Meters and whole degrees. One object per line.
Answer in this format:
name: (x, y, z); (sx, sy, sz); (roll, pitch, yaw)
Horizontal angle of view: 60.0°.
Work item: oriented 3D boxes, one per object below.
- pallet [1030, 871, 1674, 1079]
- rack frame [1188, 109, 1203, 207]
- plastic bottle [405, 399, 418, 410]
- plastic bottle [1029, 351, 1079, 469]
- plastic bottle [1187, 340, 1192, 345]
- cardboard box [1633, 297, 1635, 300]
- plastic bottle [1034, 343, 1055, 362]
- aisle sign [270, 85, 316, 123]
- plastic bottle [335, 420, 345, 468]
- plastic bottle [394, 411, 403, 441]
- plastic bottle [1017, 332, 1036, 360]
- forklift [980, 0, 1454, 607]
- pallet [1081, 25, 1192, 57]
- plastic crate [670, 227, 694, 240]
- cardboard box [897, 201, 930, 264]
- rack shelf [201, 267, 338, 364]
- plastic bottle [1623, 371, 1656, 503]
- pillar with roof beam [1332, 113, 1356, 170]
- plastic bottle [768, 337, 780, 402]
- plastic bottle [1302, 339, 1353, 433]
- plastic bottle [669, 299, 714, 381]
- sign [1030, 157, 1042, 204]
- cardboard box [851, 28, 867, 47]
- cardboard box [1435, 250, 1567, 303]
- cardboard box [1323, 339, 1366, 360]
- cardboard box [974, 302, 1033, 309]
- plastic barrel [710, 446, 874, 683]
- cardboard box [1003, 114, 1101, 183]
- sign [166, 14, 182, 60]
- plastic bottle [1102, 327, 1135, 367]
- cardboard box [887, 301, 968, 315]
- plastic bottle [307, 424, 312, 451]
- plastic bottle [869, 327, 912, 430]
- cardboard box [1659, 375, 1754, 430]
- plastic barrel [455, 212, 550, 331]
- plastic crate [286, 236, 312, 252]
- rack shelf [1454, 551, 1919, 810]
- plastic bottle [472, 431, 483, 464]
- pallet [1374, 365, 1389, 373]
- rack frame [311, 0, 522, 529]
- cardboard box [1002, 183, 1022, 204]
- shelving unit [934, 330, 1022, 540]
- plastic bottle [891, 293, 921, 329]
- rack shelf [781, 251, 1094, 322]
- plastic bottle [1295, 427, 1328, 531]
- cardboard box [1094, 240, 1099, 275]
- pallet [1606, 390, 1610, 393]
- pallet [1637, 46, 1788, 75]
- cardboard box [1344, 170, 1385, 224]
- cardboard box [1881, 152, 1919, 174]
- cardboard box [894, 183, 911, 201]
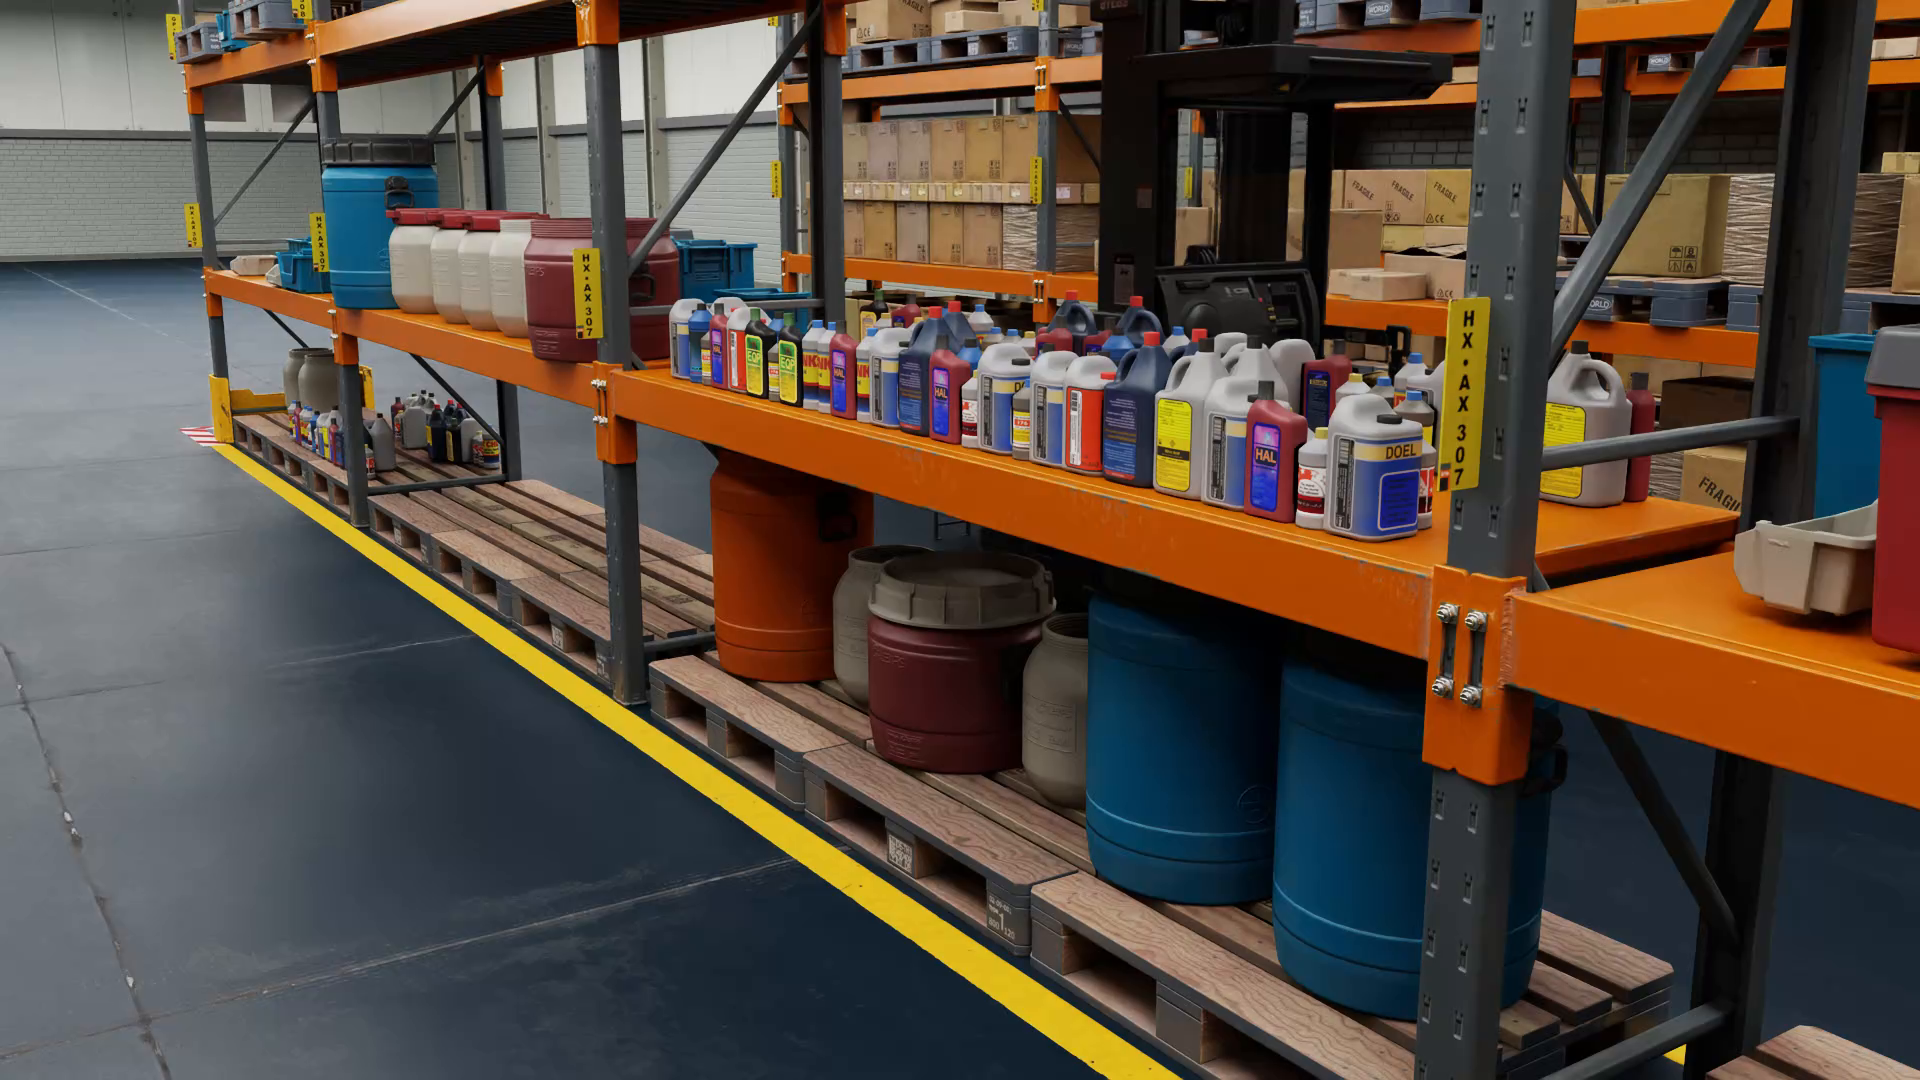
pallet: (0.919, 1.045, 4.089); (1.003, 0.211, 1.213); (-8, 15, -33)
rack frame: (2.911, -3.482, 18.262); (1.000, 3.000, 0.127); (-8, 15, -33)
plastic bottle: (-3.761, -0.846, 11.555); (0.152, 0.276, 0.135); (-9, 15, -34)
plastic bottle: (0.268, -0.325, 4.117); (0.152, 0.276, 0.135); (-8, 15, -33)
plastic bottle: (0.690, -0.469, 4.788); (0.097, 0.271, 0.097); (0, 12, 0)
cardboard box: (5.795, -1.924, 14.203); (0.500, 0.250, 0.500); (-8, 15, -34)
plastic bottle: (0.233, -0.382, 4.388); (0.097, 0.271, 0.097); (0, 12, 0)
aisle sign: (-5.129, -3.627, 12.842); (0.394, 0.787, 0.004); (-8, 15, -33)
plastic bottle: (-3.824, -0.633, 10.407); (0.144, 0.351, 0.185); (-9, 15, -36)
plastic bottle: (-3.854, -0.792, 11.481); (0.097, 0.201, 0.097); (0, 12, 0)
plastic bottle: (0.229, -0.583, 5.472); (0.097, 0.201, 0.097); (0, 12, 0)
forklift: (1.365, -1.025, 7.188); (1.130, 2.935, 3.031); (-9, 15, -35)
pallet: (1.505, -3.400, 11.315); (0.805, 0.209, 1.217); (-9, 15, -35)
plastic crate: (-1.545, -1.241, 7.867); (0.402, 0.464, 0.583); (-8, 15, -33)
cardboard box: (-0.103, -2.584, 13.923); (0.700, 0.500, 0.500); (-8, 14, -31)
rack shelf: (-4.229, -1.602, 11.351); (1.077, 0.370, 4.000); (-8, 15, -33)
plastic bottle: (1.464, -0.234, 3.683); (0.061, 0.283, 0.133); (-8, 15, -33)
pillar with roof beam: (0.435, -5.881, 15.190); (9.100, 9.000, 0.400); (-8, 15, -33)
plastic bottle: (-0.562, -0.544, 5.295); (0.097, 0.201, 0.097); (0, 12, 0)
plastic bottle: (0.972, -0.392, 4.405); (0.061, 0.283, 0.133); (-8, 15, -33)
plastic bottle: (-0.934, -0.711, 5.880); (0.152, 0.276, 0.135); (-8, 15, -33)
sign: (0.544, -2.579, 11.923); (0.100, 0.325, 0.005); (-8, 15, -33)
cardboard box: (-0.706, -4.281, 14.173); (0.380, 0.149, 0.250); (-8, 15, -33)
cardboard box: (3.056, -1.498, 9.401); (0.500, 0.311, 0.500); (-7, 14, -29)
cardboard box: (3.900, -2.104, 16.784); (0.700, 0.500, 0.500); (-9, 15, -36)
cardboard box: (0.455, -1.709, 13.854); (0.500, 0.500, 0.500); (-8, 15, -33)
plastic barrel: (-0.619, 0.054, 6.192); (0.600, 0.830, 0.708); (-8, 15, -33)
cardboard box: (0.754, -2.944, 12.533); (0.700, 0.500, 0.500); (-8, 15, -32)
sign: (-5.797, -3.715, 12.285); (0.100, 0.325, 0.005); (-8, 15, -33)
plastic bottle: (0.462, -0.487, 4.868); (0.097, 0.271, 0.097); (0, 12, 0)
cardboard box: (-0.270, -1.734, 13.969); (0.500, 0.500, 0.500); (-8, 15, -33)
plastic bottle: (-4.292, -0.701, 11.068); (0.097, 0.201, 0.097); (0, 12, 0)
plastic bottle: (-0.165, -0.464, 4.753); (0.152, 0.276, 0.135); (-8, 15, -33)
cardboard box: (3.970, -0.684, 8.535); (0.500, 0.250, 0.500); (-7, 14, -31)
plastic barrel: (-2.127, -1.261, 7.787); (0.433, 0.535, 0.433); (0, 12, 0)
plastic crate: (-4.810, -2.183, 12.671); (0.499, 0.251, 0.616); (-8, 15, -33)
rack shelf: (2.420, 0.532, 1.591); (1.077, 0.370, 4.000); (-8, 15, -33)
plastic bottle: (-3.045, -0.590, 10.561); (0.097, 0.201, 0.097); (0, 12, 0)
pallet: (4.725, -1.524, 15.834); (1.003, 0.211, 1.213); (-8, 15, -33)
rack frame: (-3.121, -1.598, 9.647); (1.000, 3.000, 0.127); (-8, 15, -33)
cardboard box: (0.541, -2.616, 12.552); (0.380, 0.149, 0.250); (-8, 15, -34)
shelving unit: (0.092, -0.557, 9.099); (0.258, 1.200, 0.503); (-8, 15, -33)
plastic bottle: (-0.197, -0.767, 6.121); (0.061, 0.283, 0.133); (-8, 15, -33)
rack shelf: (-0.103, -2.188, 14.029); (1.077, 0.370, 4.000); (-8, 15, -33)
plastic bottle: (0.737, -0.127, 3.387); (0.097, 0.201, 0.097); (0, 12, 0)
cardboard box: (1.314, -2.028, 11.964); (0.500, 0.250, 0.500); (-7, 14, -29)
pallet: (5.559, -1.270, 14.675); (1.003, 0.211, 1.213); (-8, 15, -33)
pallet: (5.957, -3.838, 13.307); (1.213, 0.211, 1.003); (-8, 15, -33)
cardboard box: (4.056, -3.300, 15.978); (0.500, 0.500, 0.500); (-9, 15, -34)
cardboard box: (6.936, -2.753, 12.147); (0.380, 0.149, 0.250); (-11, 17, -42)
cardboard box: (-0.322, -2.892, 13.812); (0.380, 0.149, 0.250); (-8, 15, -32)
